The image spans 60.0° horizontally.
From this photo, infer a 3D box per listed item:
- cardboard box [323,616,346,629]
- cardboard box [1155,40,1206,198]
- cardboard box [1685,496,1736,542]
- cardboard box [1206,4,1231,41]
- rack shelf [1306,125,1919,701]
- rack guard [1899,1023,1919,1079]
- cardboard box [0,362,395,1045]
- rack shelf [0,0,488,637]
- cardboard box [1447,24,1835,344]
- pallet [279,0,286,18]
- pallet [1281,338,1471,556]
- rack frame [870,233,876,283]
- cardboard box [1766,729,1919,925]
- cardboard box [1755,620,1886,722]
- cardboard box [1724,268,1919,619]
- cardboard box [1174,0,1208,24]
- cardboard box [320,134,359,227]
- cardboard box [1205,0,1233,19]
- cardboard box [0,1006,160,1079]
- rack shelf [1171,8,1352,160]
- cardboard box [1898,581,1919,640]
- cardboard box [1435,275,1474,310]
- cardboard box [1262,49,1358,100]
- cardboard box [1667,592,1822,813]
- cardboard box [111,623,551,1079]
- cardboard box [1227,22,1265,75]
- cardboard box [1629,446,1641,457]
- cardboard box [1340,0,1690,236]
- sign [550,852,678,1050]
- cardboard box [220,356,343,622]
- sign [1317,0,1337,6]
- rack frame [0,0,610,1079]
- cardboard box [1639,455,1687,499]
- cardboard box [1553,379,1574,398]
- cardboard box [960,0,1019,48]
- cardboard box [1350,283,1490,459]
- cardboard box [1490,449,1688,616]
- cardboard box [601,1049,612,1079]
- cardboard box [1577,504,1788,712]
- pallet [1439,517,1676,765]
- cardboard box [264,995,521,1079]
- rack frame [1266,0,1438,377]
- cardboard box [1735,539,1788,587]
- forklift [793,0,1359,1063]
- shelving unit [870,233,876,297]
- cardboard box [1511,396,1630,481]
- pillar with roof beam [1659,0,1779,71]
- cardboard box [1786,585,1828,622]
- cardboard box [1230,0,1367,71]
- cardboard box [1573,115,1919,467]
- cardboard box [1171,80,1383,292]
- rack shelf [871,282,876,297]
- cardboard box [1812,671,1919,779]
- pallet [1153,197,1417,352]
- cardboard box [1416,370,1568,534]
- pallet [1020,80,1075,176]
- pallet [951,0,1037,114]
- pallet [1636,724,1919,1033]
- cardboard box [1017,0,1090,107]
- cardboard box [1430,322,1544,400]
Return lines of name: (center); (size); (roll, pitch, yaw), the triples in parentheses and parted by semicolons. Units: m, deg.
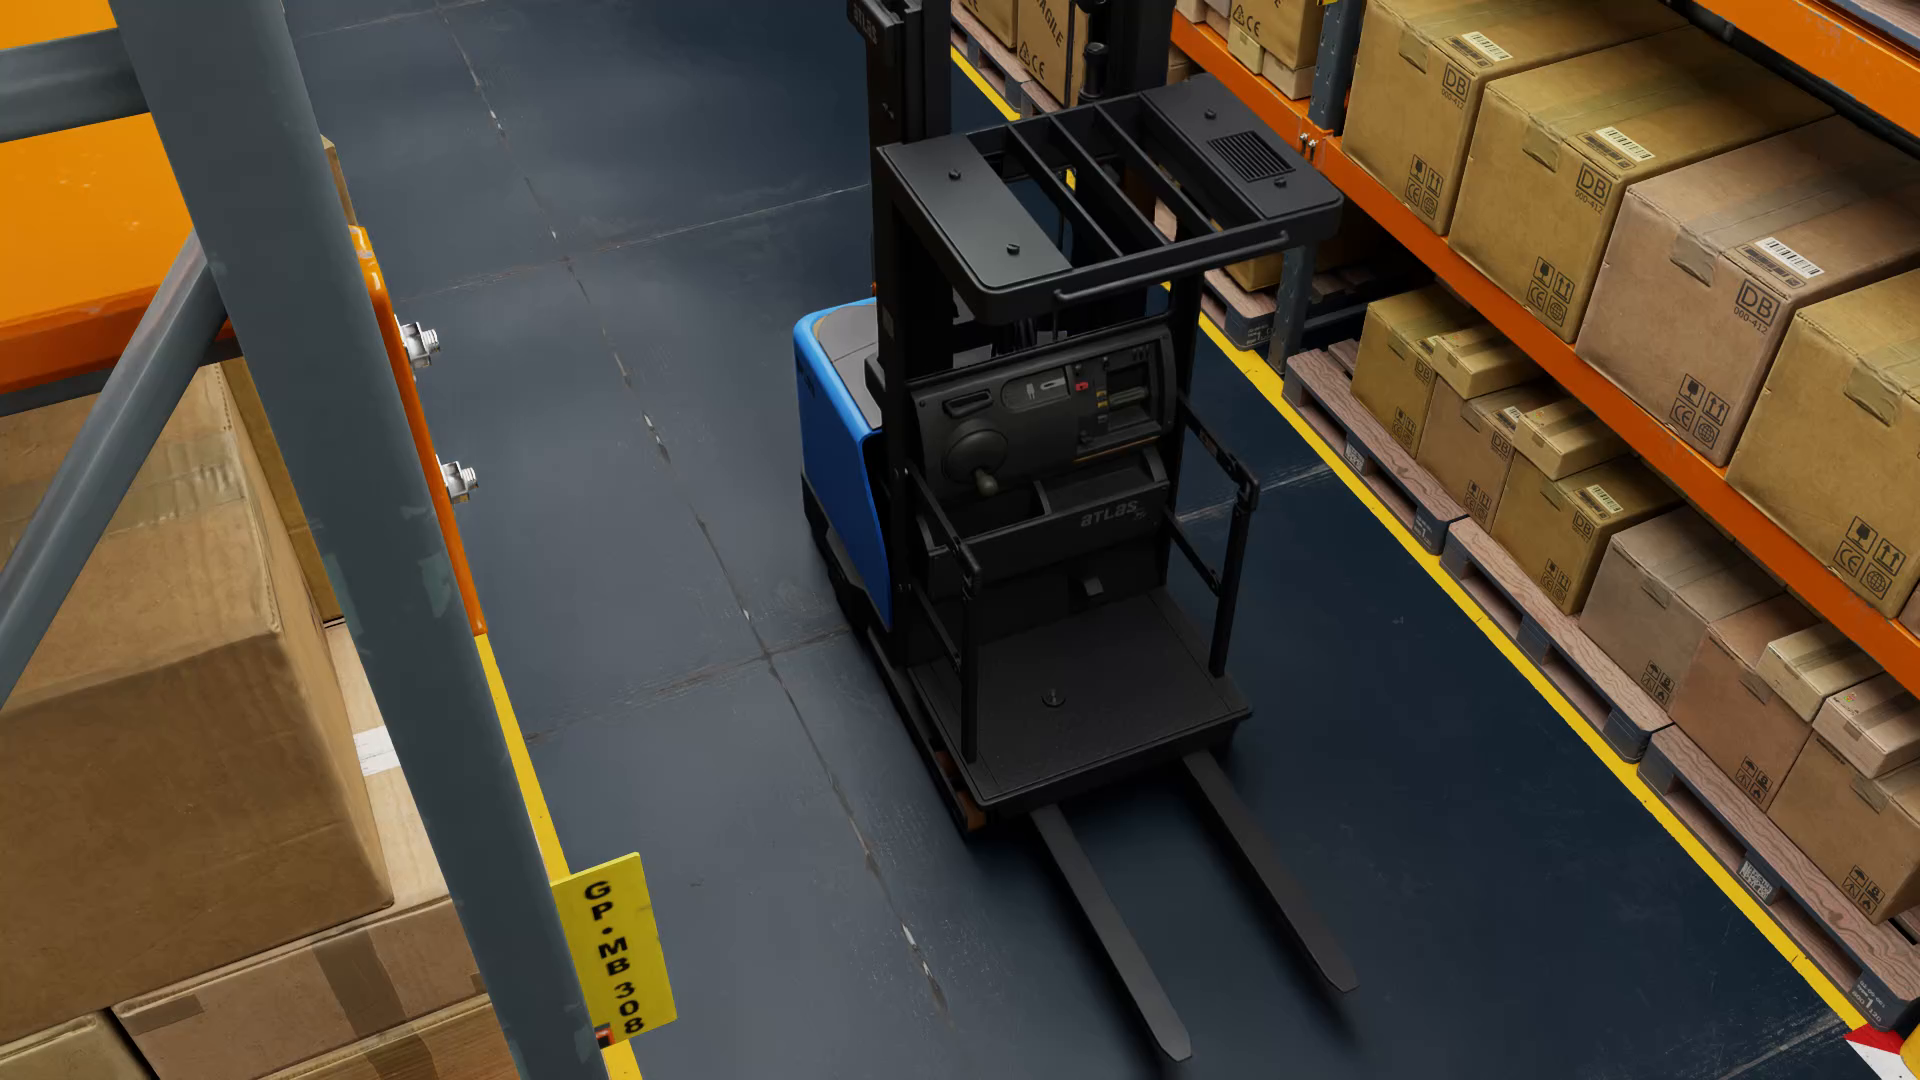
cardboard box: (-1.045, 0.067, 2.530); (0.500, 0.250, 0.500); (-18, 47, -17)
cardboard box: (1.182, -2.355, 8.602); (0.750, 0.750, 0.750); (-17, 47, -16)
cardboard box: (2.946, -0.175, 6.179); (0.380, 0.149, 0.250); (-18, 47, -17)
cardboard box: (1.356, -2.412, 7.592); (0.380, 0.149, 0.250); (-17, 47, -16)
rack shelf: (2.791, -0.499, 6.001); (1.077, 0.370, 4.000); (-18, 47, -17)
rack guard: (3.642, 1.424, 5.319); (1.175, 0.500, 0.348); (-18, 47, -17)
cardboard box: (-1.092, 0.203, 1.859); (0.700, 0.500, 0.500); (-18, 47, -17)
rack shelf: (-1.702, -1.168, 2.410); (1.077, 0.370, 4.000); (-18, 47, -17)
cardboard box: (2.465, -1.319, 6.107); (0.980, 0.700, 0.700); (-19, 48, -18)
pallet: (-3.876, -2.634, 7.789); (1.213, 0.211, 1.003); (-18, 47, -17)
pallet: (2.199, -0.530, 7.505); (1.003, 0.211, 1.213); (-18, 47, -17)
rack frame: (-0.248, -0.831, 7.107); (0.240, 1.200, 0.006); (-17, 47, -16)
cardboard box: (3.247, 0.843, 5.610); (0.700, 0.500, 0.500); (-18, 47, -17)
cardboard box: (2.919, 0.421, 5.575); (0.380, 0.149, 0.250); (-17, 47, -16)
cardboard box: (3.092, -0.370, 5.145); (0.980, 0.700, 0.700); (-18, 48, -18)
cardboard box: (1.191, -2.563, 7.745); (0.380, 0.149, 0.250); (-18, 47, -17)
cardboard box: (-2.539, -1.118, 5.746); (0.700, 0.500, 0.500); (-34, 54, -30)
cardboard box: (1.304, -2.720, 7.443); (0.500, 0.500, 0.500); (-18, 47, -17)
cardboard box: (-1.308, 0.540, 2.051); (0.500, 0.250, 0.500); (-18, 47, -17)
rack shelf: (1.109, -3.048, 8.585); (1.077, 0.370, 4.000); (-18, 47, -17)
cardboard box: (3.408, 0.090, 4.678); (0.980, 0.700, 0.700); (-16, 47, -16)
cardboard box: (2.291, -1.165, 7.182); (0.380, 0.149, 0.250); (-18, 47, -18)
cardboard box: (1.551, -2.079, 7.255); (0.380, 0.149, 0.250); (-18, 47, -17)
cardboard box: (3.036, 0.524, 5.933); (0.700, 0.500, 0.500); (-18, 47, -18)
cardboard box: (-0.841, 0.388, 2.205); (0.500, 0.250, 0.500); (-18, 47, -17)
cardboard box: (1.423, -2.233, 7.411); (0.380, 0.149, 0.250); (-17, 47, -17)
cardboard box: (2.731, -0.500, 6.509); (0.380, 0.149, 0.250); (-18, 47, -17)
cardboard box: (2.163, -1.786, 6.580); (0.980, 0.700, 0.700); (-17, 47, -17)
sign: (-0.369, 0.445, 1.774); (0.100, 0.325, 0.005); (-18, 47, -17)
cardboard box: (-1.225, -0.141, 2.207); (0.700, 0.500, 0.500); (-18, 47, -17)
sign: (1.462, -2.247, 6.493); (0.100, 0.325, 0.005); (-18, 47, -17)
rack frame: (-0.858, -0.152, 0.866); (0.949, 2.616, 0.053); (-18, 47, -17)
cardboard box: (2.840, -0.336, 6.343); (0.380, 0.149, 0.250); (-19, 48, -18)
cardboard box: (2.625, -0.662, 6.673); (0.380, 0.149, 0.250); (-19, 48, -19)
cardboard box: (0.458, -3.456, 9.717); (0.750, 0.750, 0.750); (-19, 48, -18)
cardboard box: (2.171, -0.783, 7.257); (0.700, 0.500, 0.500); (-17, 47, -17)
cardboard box: (2.594, -0.134, 6.600); (0.700, 0.500, 0.500); (-17, 47, -16)
cardboard box: (-0.808, 1.232, 2.951); (0.500, 0.500, 0.500); (-17, 47, -16)
cardboard box: (2.824, 0.204, 6.257); (0.700, 0.500, 0.500); (-19, 48, -19)
pallet: (2.716, 0.249, 6.716); (1.003, 0.211, 1.213); (-18, 47, -17)
cardboard box: (-0.846, 0.568, 2.379); (0.500, 0.250, 0.500); (-18, 47, -17)
rack frame: (1.950, -2.030, 7.040); (1.000, 3.000, 0.127); (-18, 47, -17)
cardboard box: (3.055, -0.011, 6.014); (0.380, 0.149, 0.250); (-17, 47, -17)
forklift: (0.380, -0.333, 5.369); (1.130, 2.935, 3.031); (-17, 47, -16)
shelving unit: (-0.212, -0.772, 7.047); (0.258, 1.200, 0.189); (-17, 47, -16)
cardboard box: (2.370, -0.409, 6.416); (0.380, 0.149, 0.250); (-19, 48, -19)
pillar with roof beam: (-0.877, -2.703, 3.452); (9.100, 9.000, 0.400); (-18, 47, -17)
cardboard box: (3.162, 0.150, 5.850); (0.380, 0.149, 0.250); (-18, 47, -17)
cardboard box: (1.527, -2.398, 7.116); (0.500, 0.500, 0.500); (-19, 48, -18)
cardboard box: (2.780, -0.859, 5.640); (0.980, 0.700, 0.700); (-20, 48, -19)
cardboard box: (1.559, -1.790, 8.029); (0.750, 0.750, 0.750); (-18, 47, -17)
rack shelf: (-0.212, -0.997, 6.826); (0.258, 0.103, 0.180); (-17, 47, -16)
cardboard box: (3.028, 0.584, 5.410); (0.380, 0.149, 0.250); (-19, 48, -18)
pallet: (1.557, -1.507, 8.496); (1.003, 0.211, 1.213); (-18, 47, -17)
cardboard box: (2.380, -0.462, 6.932); (0.700, 0.500, 0.500); (-18, 48, -18)
pallet: (1.040, -2.285, 9.285); (1.003, 0.211, 1.213); (-18, 47, -17)
pallet: (0.531, -3.062, 10.071); (1.003, 0.211, 1.213); (-18, 47, -17)
pallet: (3.225, 1.025, 5.929); (1.003, 0.211, 1.213); (-18, 47, -17)
cardboard box: (0.821, -2.896, 9.149); (0.750, 0.750, 0.750); (-18, 47, -18)
cardboard box: (2.150, -0.741, 6.754); (0.380, 0.149, 0.250); (-17, 47, -16)
